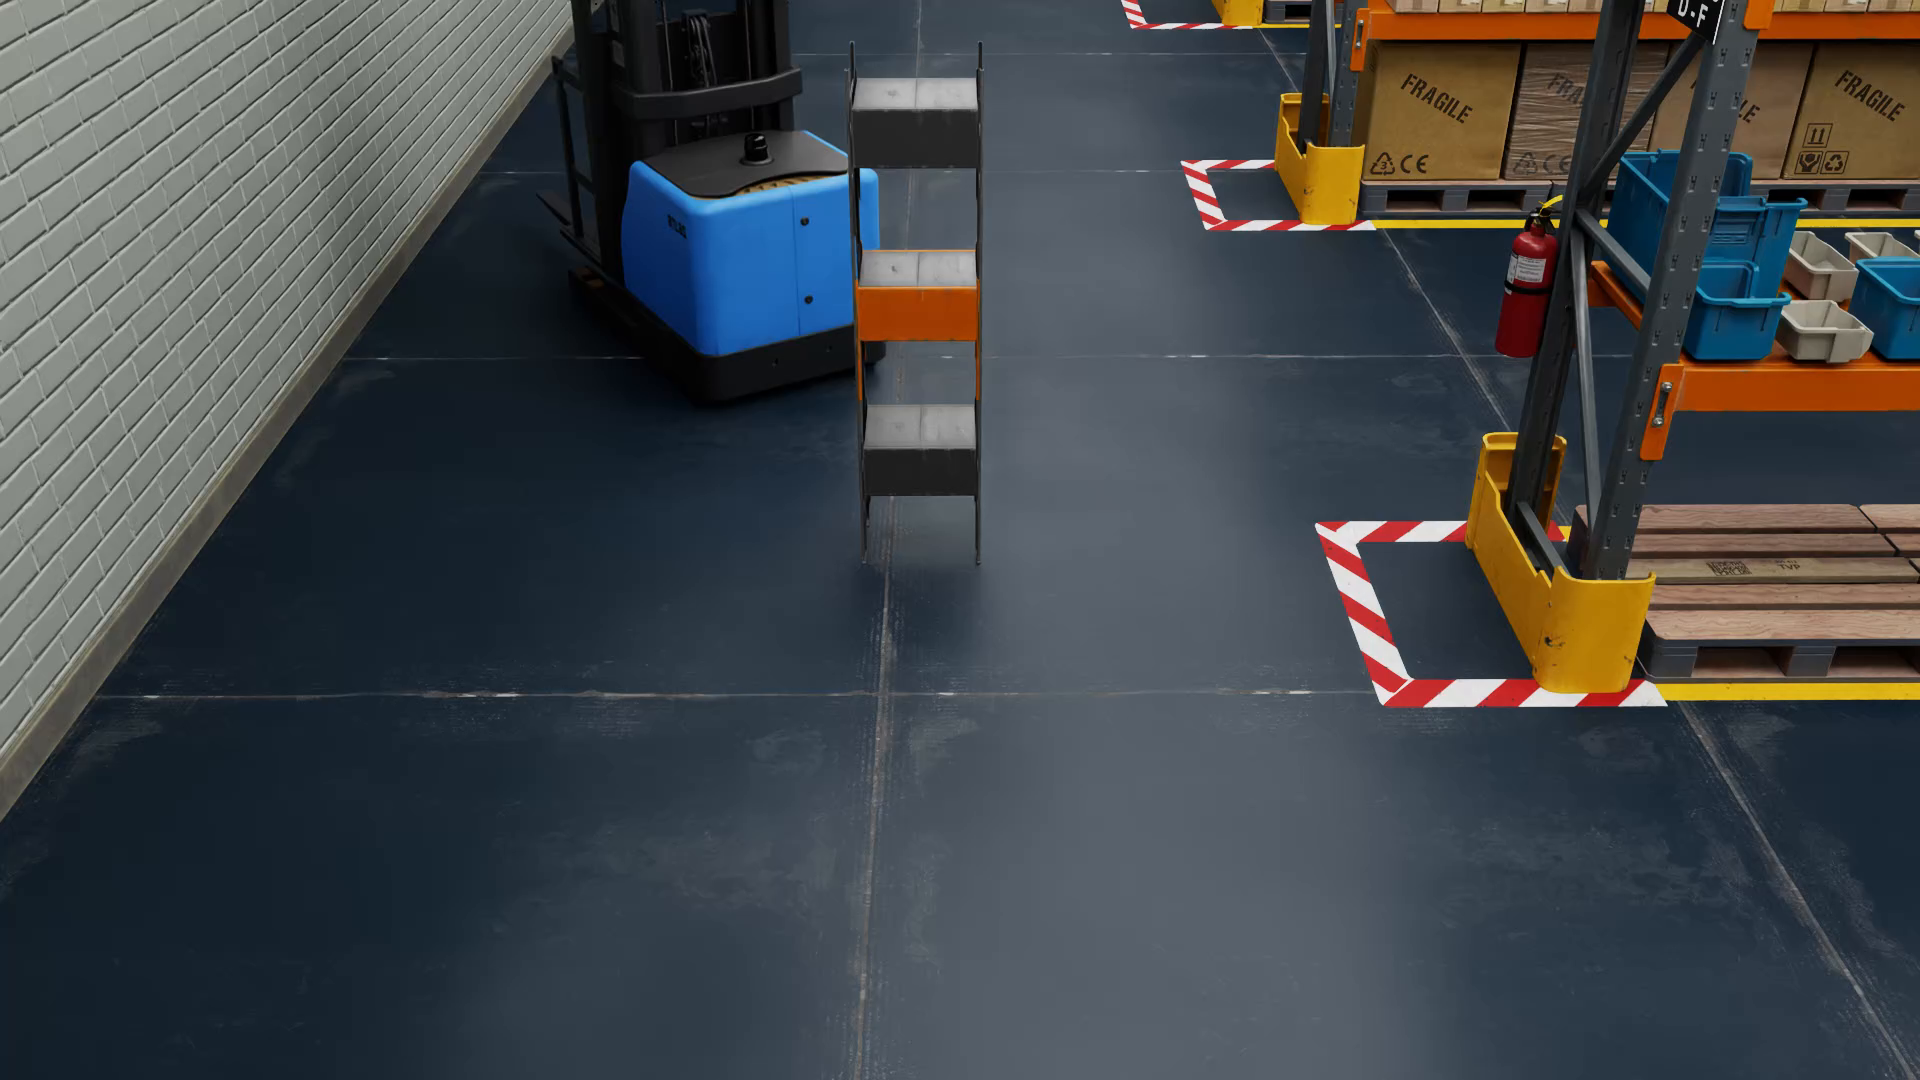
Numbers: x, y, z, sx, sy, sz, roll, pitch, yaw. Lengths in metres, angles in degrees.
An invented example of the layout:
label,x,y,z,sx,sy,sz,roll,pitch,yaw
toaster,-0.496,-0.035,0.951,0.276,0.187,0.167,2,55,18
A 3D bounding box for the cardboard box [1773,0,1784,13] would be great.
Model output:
label,x,y,z,sx,sy,sz,roll,pitch,yaw
cardboard box,4.778,-3.312,10.058,0.250,0.149,0.380,-1,31,-1

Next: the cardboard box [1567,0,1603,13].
label,x,y,z,sx,sy,sz,roll,pitch,yaw
cardboard box,3.750,-3.308,10.053,0.250,0.149,0.380,-1,31,-1

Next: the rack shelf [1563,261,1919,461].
label,x,y,z,sx,sy,sz,roll,pitch,yaw
rack shelf,4.396,-0.711,6.224,4.000,0.370,1.077,0,31,0

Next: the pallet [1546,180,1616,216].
label,x,y,z,sx,sy,sz,roll,pitch,yaw
pallet,4.382,-2.435,11.059,1.213,0.211,1.003,0,31,0

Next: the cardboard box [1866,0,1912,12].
label,x,y,z,sx,sy,sz,roll,pitch,yaw
cardboard box,5.549,-3.314,10.063,0.250,0.149,0.380,-1,31,-1

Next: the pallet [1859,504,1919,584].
label,x,y,z,sx,sy,sz,roll,pitch,yaw
pallet,4.437,0.195,6.725,1.213,0.211,1.003,0,31,0

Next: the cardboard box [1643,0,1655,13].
label,x,y,z,sx,sy,sz,roll,pitch,yaw
cardboard box,4.008,-3.309,10.055,0.250,0.149,0.380,0,31,-1

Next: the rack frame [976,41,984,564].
label,x,y,z,sx,sy,sz,roll,pitch,yaw
rack frame,0.078,-0.898,6.706,0.015,2.100,0.400,0,31,0

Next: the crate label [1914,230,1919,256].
label,x,y,z,sx,sy,sz,roll,pitch,yaw
crate label,3.778,-1.029,6.250,0.243,0.136,0.396,0,31,0

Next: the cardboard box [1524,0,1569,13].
label,x,y,z,sx,sy,sz,roll,pitch,yaw
cardboard box,3.496,-3.308,10.053,0.250,0.149,0.380,-1,31,-1

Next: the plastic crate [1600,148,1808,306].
label,x,y,z,sx,sy,sz,roll,pitch,yaw
plastic crate,2.729,-1.151,6.163,0.499,0.435,0.616,0,31,0

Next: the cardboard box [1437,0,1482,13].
label,x,y,z,sx,sy,sz,roll,pitch,yaw
cardboard box,2.979,-3.306,10.049,0.250,0.149,0.380,-1,31,-1

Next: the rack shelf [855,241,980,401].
label,x,y,z,sx,sy,sz,roll,pitch,yaw
rack shelf,-0.166,-0.886,6.712,0.480,0.518,0.431,0,31,0

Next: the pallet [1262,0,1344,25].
label,x,y,z,sx,sy,sz,roll,pitch,yaw
pallet,3.325,-4.947,15.200,1.213,0.211,1.003,0,31,0

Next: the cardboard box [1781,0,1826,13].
label,x,y,z,sx,sy,sz,roll,pitch,yaw
cardboard box,5.034,-3.312,10.060,0.250,0.149,0.380,0,31,1

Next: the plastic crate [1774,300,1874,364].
label,x,y,z,sx,sy,sz,roll,pitch,yaw
plastic crate,2.966,-0.713,5.730,0.298,0.136,0.250,0,31,0

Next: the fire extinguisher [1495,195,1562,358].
label,x,y,z,sx,sy,sz,roll,pitch,yaw
fire extinguisher,2.242,-1.055,6.531,0.183,0.674,0.296,0,31,0

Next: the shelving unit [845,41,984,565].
label,x,y,z,sx,sy,sz,roll,pitch,yaw
shelving unit,-0.166,-0.897,6.704,0.503,2.100,0.431,0,31,0

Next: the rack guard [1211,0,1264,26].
label,x,y,z,sx,sy,sz,roll,pitch,yaw
rack guard,2.513,-5.086,15.151,0.348,0.500,1.175,0,31,0

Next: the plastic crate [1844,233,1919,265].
label,x,y,z,sx,sy,sz,roll,pitch,yaw
plastic crate,3.500,-1.015,6.228,0.243,0.136,0.396,0,31,0

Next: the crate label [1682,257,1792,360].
label,x,y,z,sx,sy,sz,roll,pitch,yaw
crate label,2.644,-0.796,5.774,0.303,0.233,0.416,0,31,0

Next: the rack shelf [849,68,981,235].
label,x,y,z,sx,sy,sz,roll,pitch,yaw
rack shelf,-0.166,-1.484,6.348,0.480,0.518,0.431,0,31,0

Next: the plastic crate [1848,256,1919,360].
label,x,y,z,sx,sy,sz,roll,pitch,yaw
plastic crate,3.303,-0.798,5.778,0.300,0.233,0.416,0,31,0

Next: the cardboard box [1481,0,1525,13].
label,x,y,z,sx,sy,sz,roll,pitch,yaw
cardboard box,3.235,-3.307,10.050,0.250,0.149,0.380,-1,31,-1

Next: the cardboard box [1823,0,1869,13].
label,x,y,z,sx,sy,sz,roll,pitch,yaw
cardboard box,5.291,-3.313,10.061,0.250,0.149,0.380,0,31,1

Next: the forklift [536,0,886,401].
label,x,y,z,sx,sy,sz,roll,pitch,yaw
forklift,-1.586,-2.673,8.830,1.130,2.935,3.031,-18,35,-26

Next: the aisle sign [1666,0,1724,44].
label,x,y,z,sx,sy,sz,roll,pitch,yaw
aisle sign,2.325,-1.969,5.098,0.004,0.787,0.394,0,31,0

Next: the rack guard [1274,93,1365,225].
label,x,y,z,sx,sy,sz,roll,pitch,yaw
rack guard,2.342,-2.513,10.910,0.348,0.500,1.175,0,31,0

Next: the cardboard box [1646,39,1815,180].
label,x,y,z,sx,sy,sz,roll,pitch,yaw
cardboard box,4.805,-2.902,10.784,0.875,0.875,0.875,0,31,0

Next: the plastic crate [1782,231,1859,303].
label,x,y,z,sx,sy,sz,roll,pitch,yaw
plastic crate,3.210,-1.022,6.239,0.243,0.136,0.396,0,31,0

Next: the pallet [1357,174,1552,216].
label,x,y,z,sx,sy,sz,roll,pitch,yaw
pallet,3.165,-2.432,11.056,1.213,0.211,1.003,0,31,0

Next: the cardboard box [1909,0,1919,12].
label,x,y,z,sx,sy,sz,roll,pitch,yaw
cardboard box,5.805,-3.315,10.064,0.250,0.149,0.380,0,31,1

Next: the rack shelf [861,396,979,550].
label,x,y,z,sx,sy,sz,roll,pitch,yaw
rack shelf,-0.166,-0.287,7.075,0.480,0.518,0.431,0,31,0

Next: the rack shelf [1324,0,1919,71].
label,x,y,z,sx,sy,sz,roll,pitch,yaw
rack shelf,4.366,-3.280,10.458,4.000,0.370,1.077,0,31,0

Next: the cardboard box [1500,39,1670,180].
label,x,y,z,sx,sy,sz,roll,pitch,yaw
cardboard box,3.915,-2.899,10.780,0.875,0.875,0.875,0,31,0

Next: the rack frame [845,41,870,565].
label,x,y,z,sx,sy,sz,roll,pitch,yaw
rack frame,-0.410,-0.896,6.703,0.015,2.100,0.400,0,31,0

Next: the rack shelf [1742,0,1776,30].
label,x,y,z,sx,sy,sz,roll,pitch,yaw
rack shelf,4.396,-1.993,5.446,4.000,0.370,1.077,0,31,0

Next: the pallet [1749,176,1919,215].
label,x,y,z,sx,sy,sz,roll,pitch,yaw
pallet,5.605,-2.440,11.068,1.213,0.211,1.003,0,31,0

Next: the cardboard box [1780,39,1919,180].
label,x,y,z,sx,sy,sz,roll,pitch,yaw
cardboard box,5.705,-2.905,10.789,0.875,0.875,0.875,0,31,0

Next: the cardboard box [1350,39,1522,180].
label,x,y,z,sx,sy,sz,roll,pitch,yaw
cardboard box,3.005,-2.896,10.775,0.875,0.875,0.875,0,31,0

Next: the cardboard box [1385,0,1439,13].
label,x,y,z,sx,sy,sz,roll,pitch,yaw
cardboard box,2.723,-3.304,10.046,0.250,0.149,0.380,0,31,0

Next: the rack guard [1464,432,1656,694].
label,x,y,z,sx,sy,sz,roll,pitch,yaw
rack guard,2.372,0.063,6.664,0.348,0.500,1.175,0,31,0

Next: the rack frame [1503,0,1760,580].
label,x,y,z,sx,sy,sz,roll,pitch,yaw
rack frame,2.396,-1.012,6.027,0.127,3.000,1.000,0,31,0

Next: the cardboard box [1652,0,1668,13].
label,x,y,z,sx,sy,sz,roll,pitch,yaw
cardboard box,4.261,-3.310,10.055,0.250,0.149,0.380,-1,31,-2

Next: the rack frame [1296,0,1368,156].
label,x,y,z,sx,sy,sz,roll,pitch,yaw
rack frame,2.366,-3.582,10.261,0.127,3.000,1.000,0,31,0

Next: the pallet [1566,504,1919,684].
label,x,y,z,sx,sy,sz,roll,pitch,yaw
pallet,3.220,0.197,6.721,1.213,0.211,1.003,0,31,0
